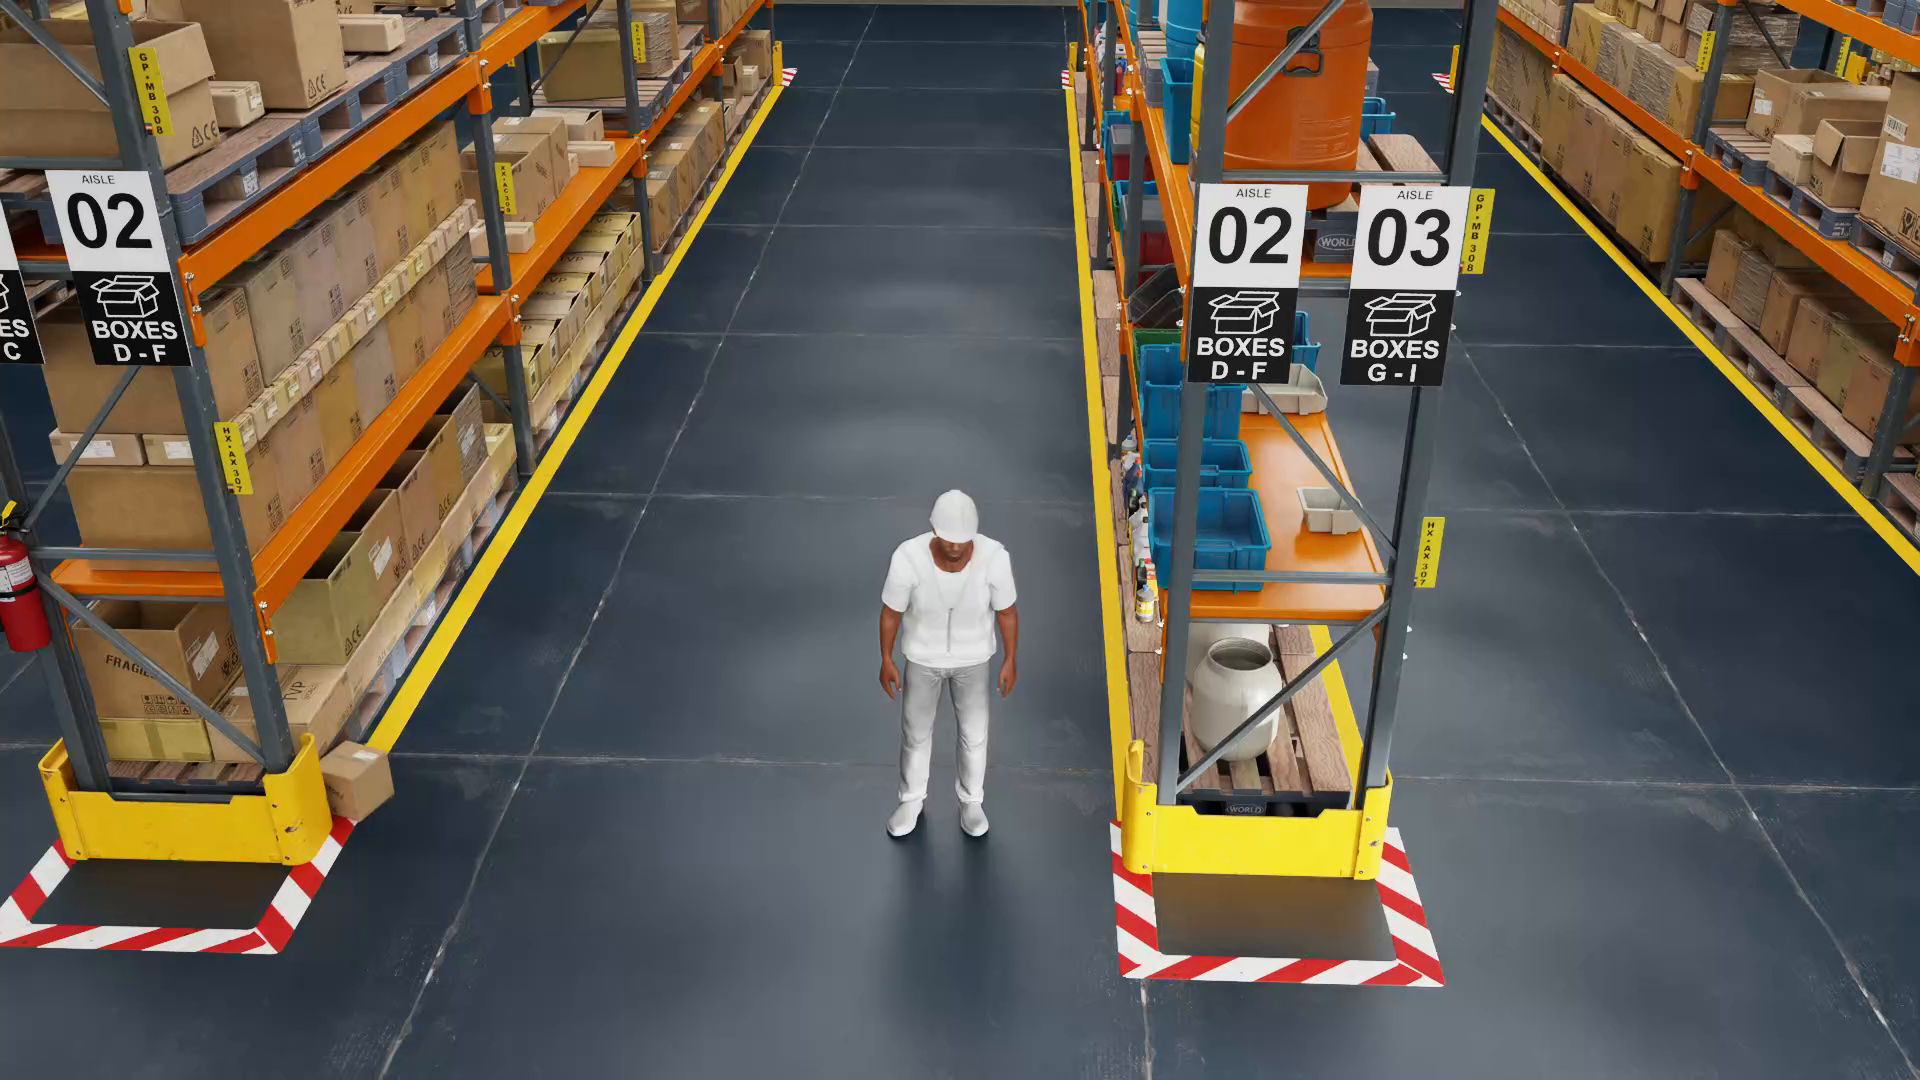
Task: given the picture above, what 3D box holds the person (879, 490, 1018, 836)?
[{"bbox_3d":[-0.051,0.551,7.558,0.632,1.759,0.462,-1,28,-1],"label":"person"}]
